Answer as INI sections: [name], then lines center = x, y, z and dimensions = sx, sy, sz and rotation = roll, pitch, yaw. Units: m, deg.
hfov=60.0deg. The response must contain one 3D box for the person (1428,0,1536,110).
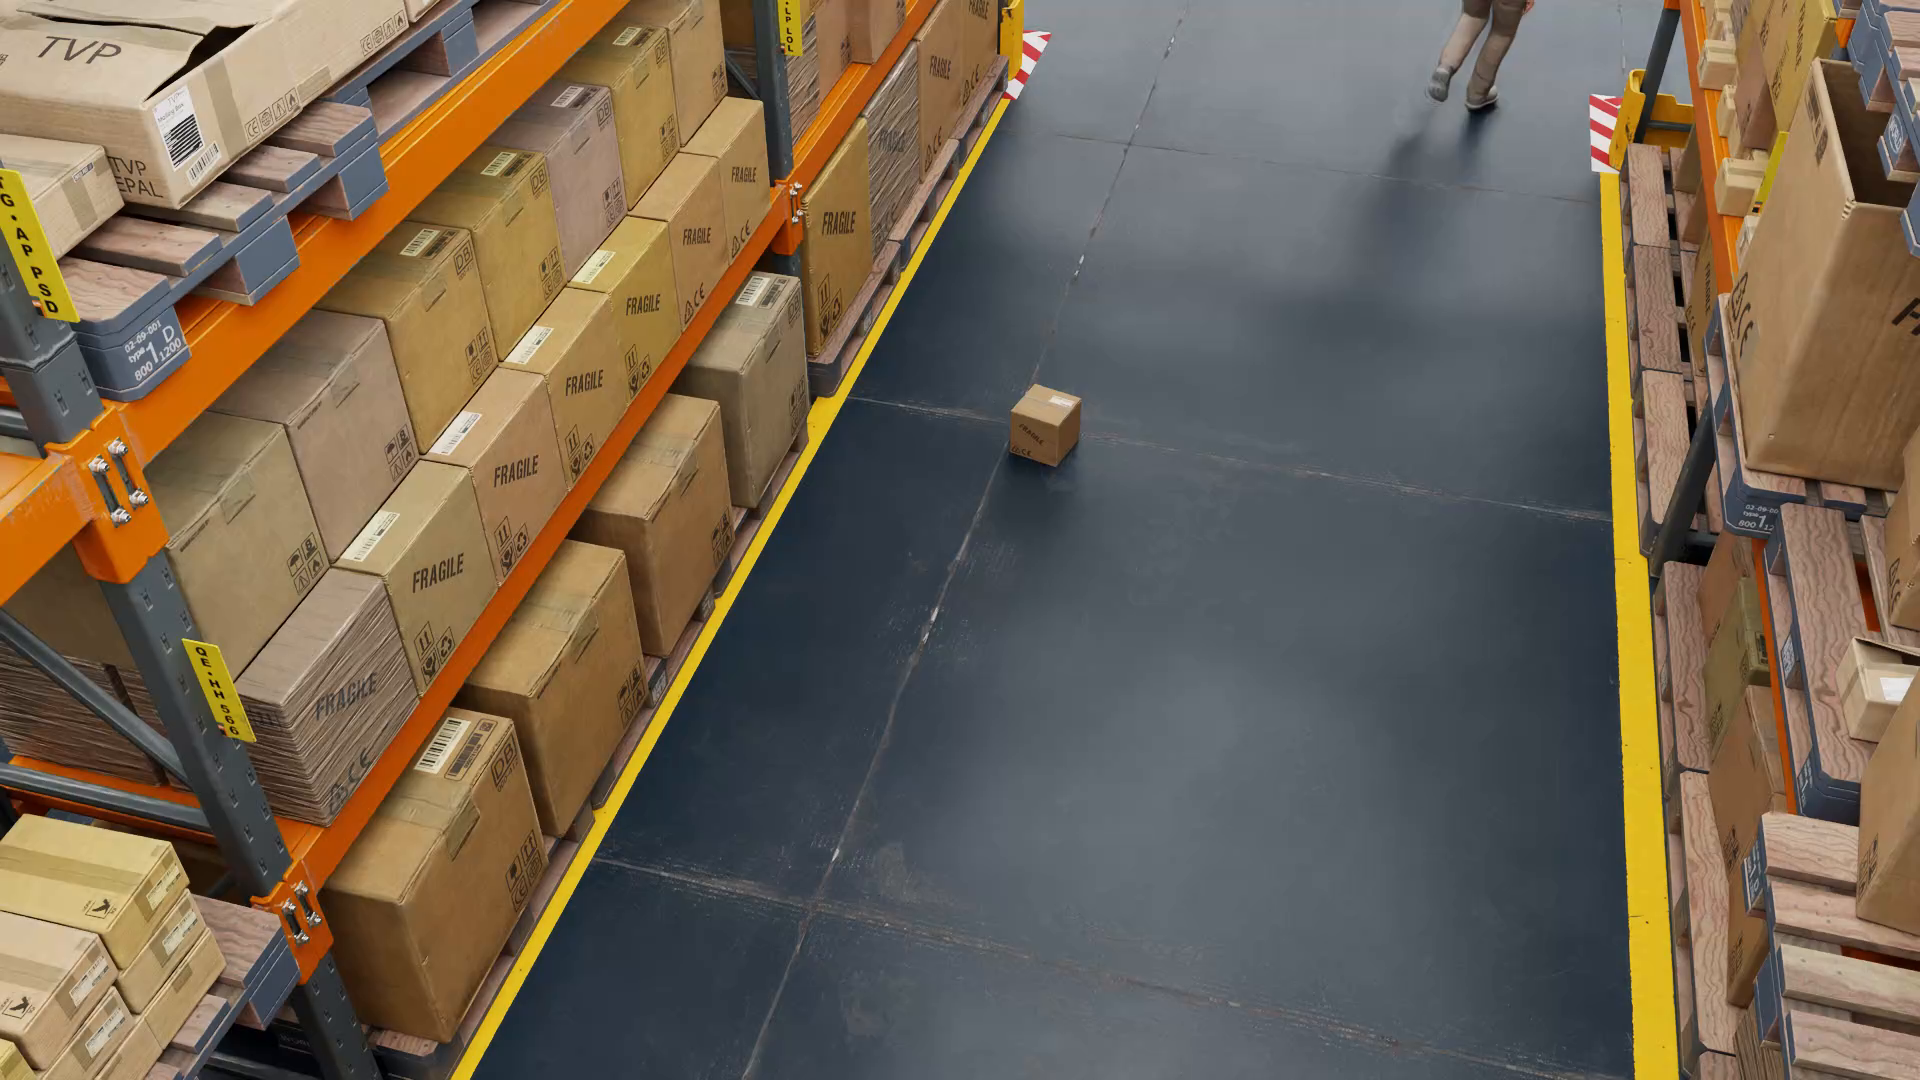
[person]
center = 3.271, -3.430, 10.115
dimensions = 0.571, 1.717, 0.556
rotation = 31, 49, 31
